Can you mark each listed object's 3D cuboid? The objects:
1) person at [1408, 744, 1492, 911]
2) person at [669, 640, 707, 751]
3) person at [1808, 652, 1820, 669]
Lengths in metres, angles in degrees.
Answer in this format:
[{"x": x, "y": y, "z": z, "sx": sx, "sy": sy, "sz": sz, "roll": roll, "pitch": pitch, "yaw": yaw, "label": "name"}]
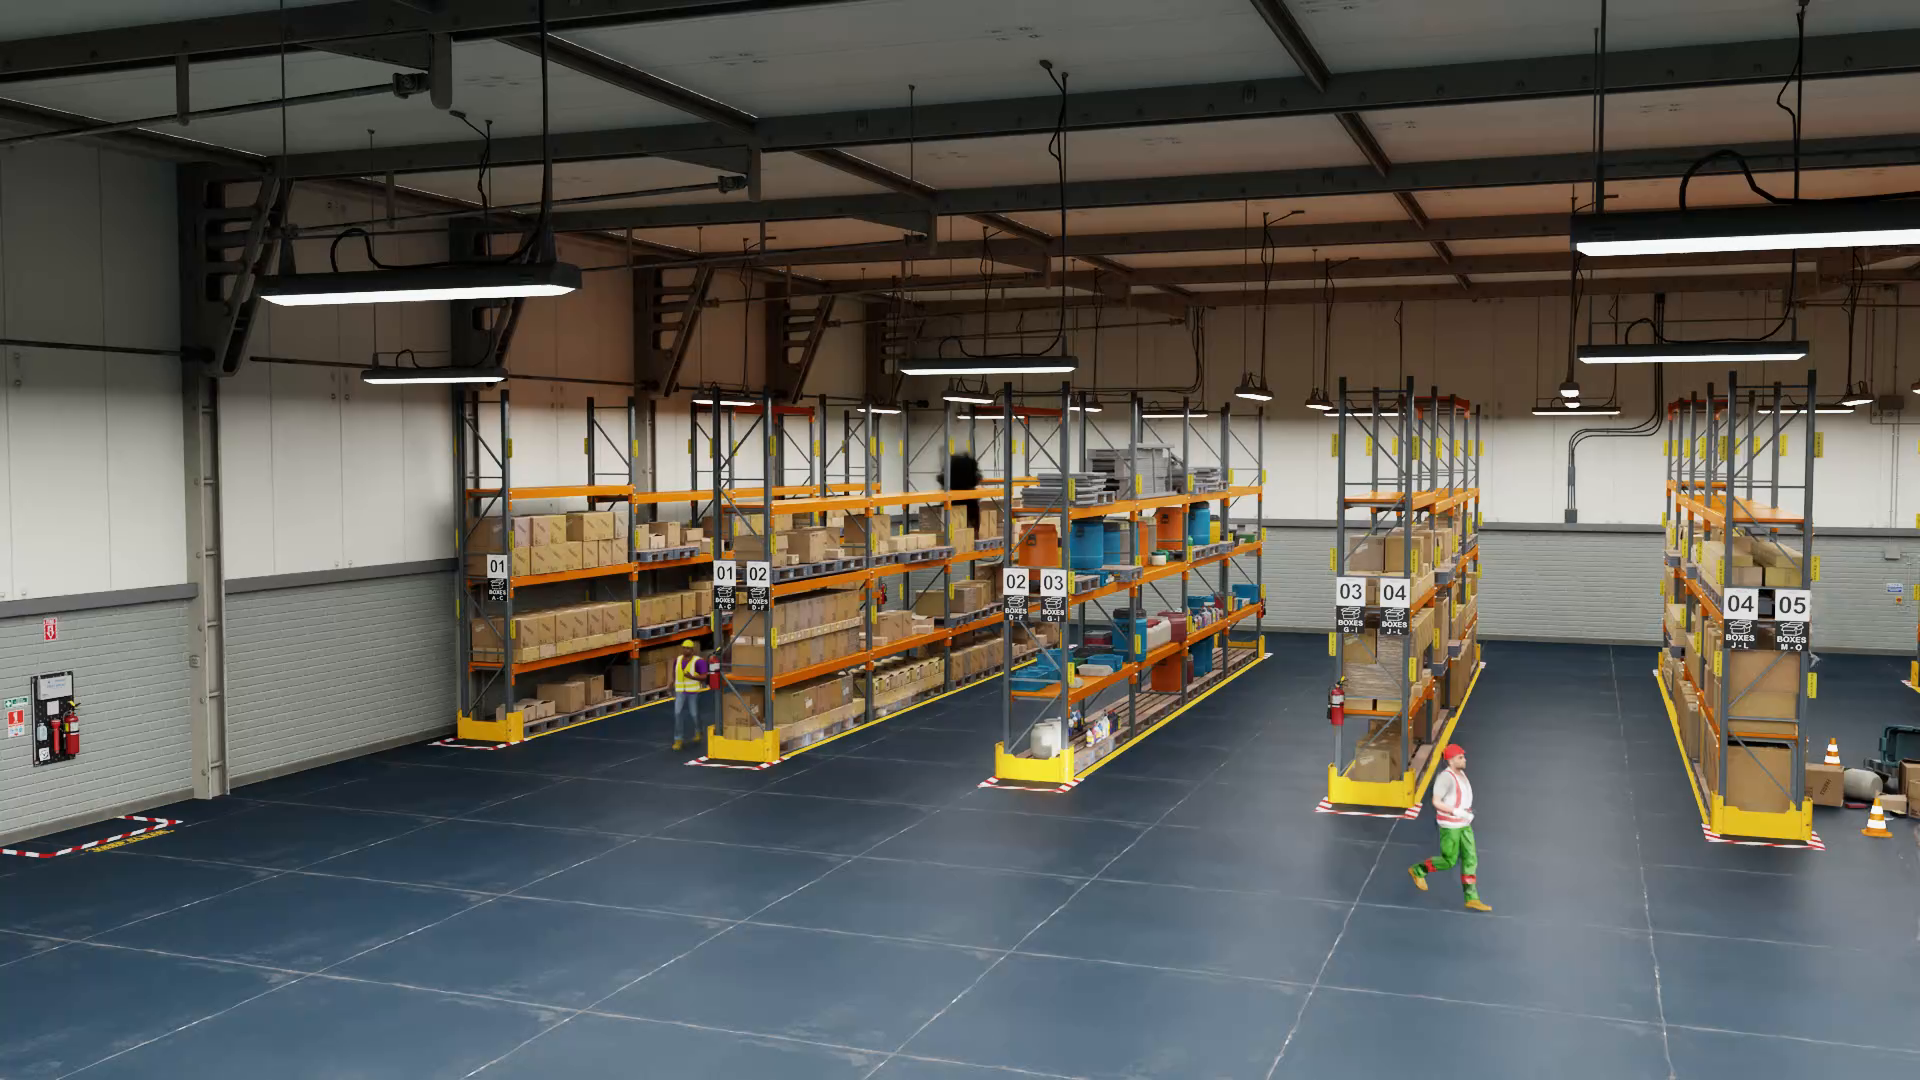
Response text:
[{"x": 5.363, "y": 3.111, "z": 18.158, "sx": 0.638, "sy": 1.774, "sz": 0.959, "roll": -3, "pitch": 4, "yaw": -44, "label": "person"}, {"x": -4.558, "y": 2.567, "z": 27.852, "sx": 0.682, "sy": 1.803, "sz": 0.879, "roll": 1, "pitch": 3, "yaw": 9, "label": "person"}, {"x": 18.599, "y": 2.093, "z": 36.880, "sx": 0.924, "sy": 1.779, "sz": 0.692, "roll": 1, "pitch": 3, "yaw": 20, "label": "person"}]
